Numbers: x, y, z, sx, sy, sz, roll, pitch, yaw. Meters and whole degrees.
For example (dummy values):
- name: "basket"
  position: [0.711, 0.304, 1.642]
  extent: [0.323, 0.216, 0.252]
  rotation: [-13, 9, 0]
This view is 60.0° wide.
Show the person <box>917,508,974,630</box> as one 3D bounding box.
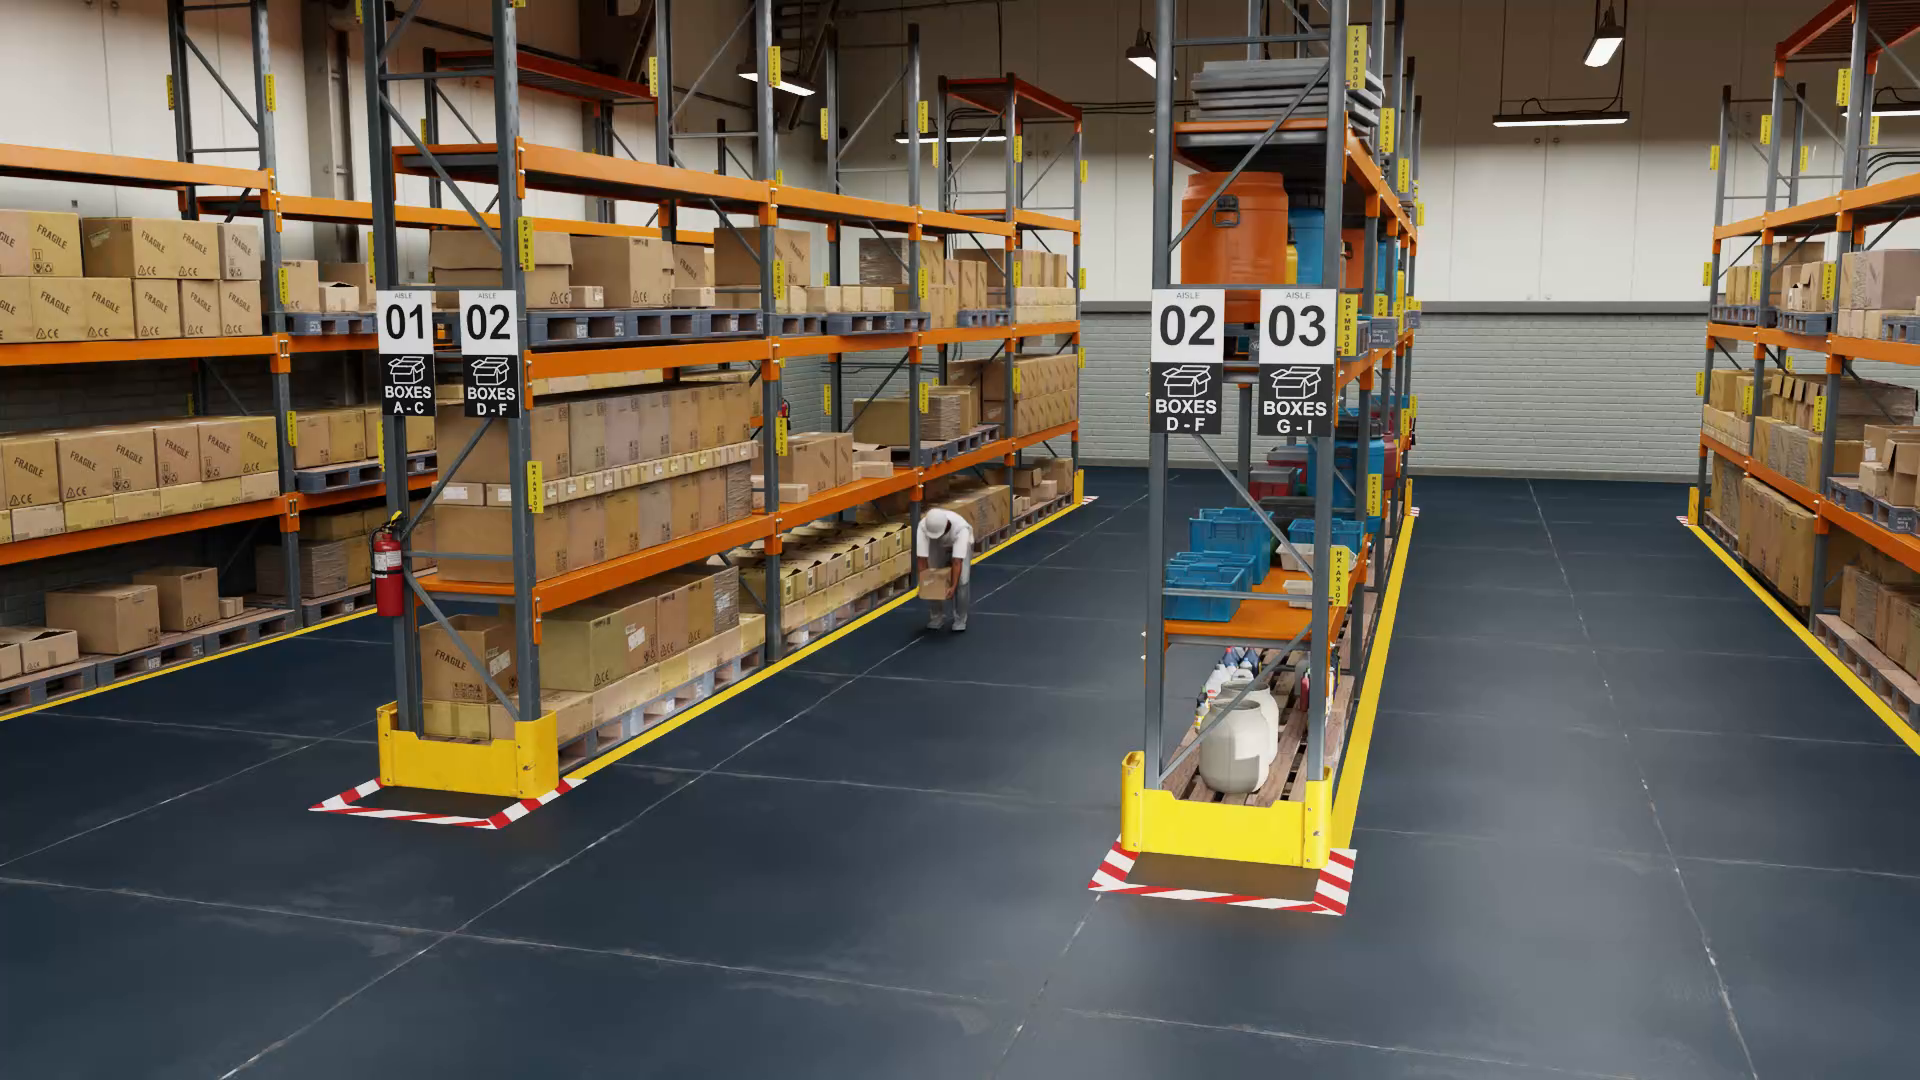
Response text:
- name: "person"
  position: [-0.137, 0.266, 15.767]
  extent: [0.498, 1.231, 0.945]
  rotation: [2, 9, 14]
